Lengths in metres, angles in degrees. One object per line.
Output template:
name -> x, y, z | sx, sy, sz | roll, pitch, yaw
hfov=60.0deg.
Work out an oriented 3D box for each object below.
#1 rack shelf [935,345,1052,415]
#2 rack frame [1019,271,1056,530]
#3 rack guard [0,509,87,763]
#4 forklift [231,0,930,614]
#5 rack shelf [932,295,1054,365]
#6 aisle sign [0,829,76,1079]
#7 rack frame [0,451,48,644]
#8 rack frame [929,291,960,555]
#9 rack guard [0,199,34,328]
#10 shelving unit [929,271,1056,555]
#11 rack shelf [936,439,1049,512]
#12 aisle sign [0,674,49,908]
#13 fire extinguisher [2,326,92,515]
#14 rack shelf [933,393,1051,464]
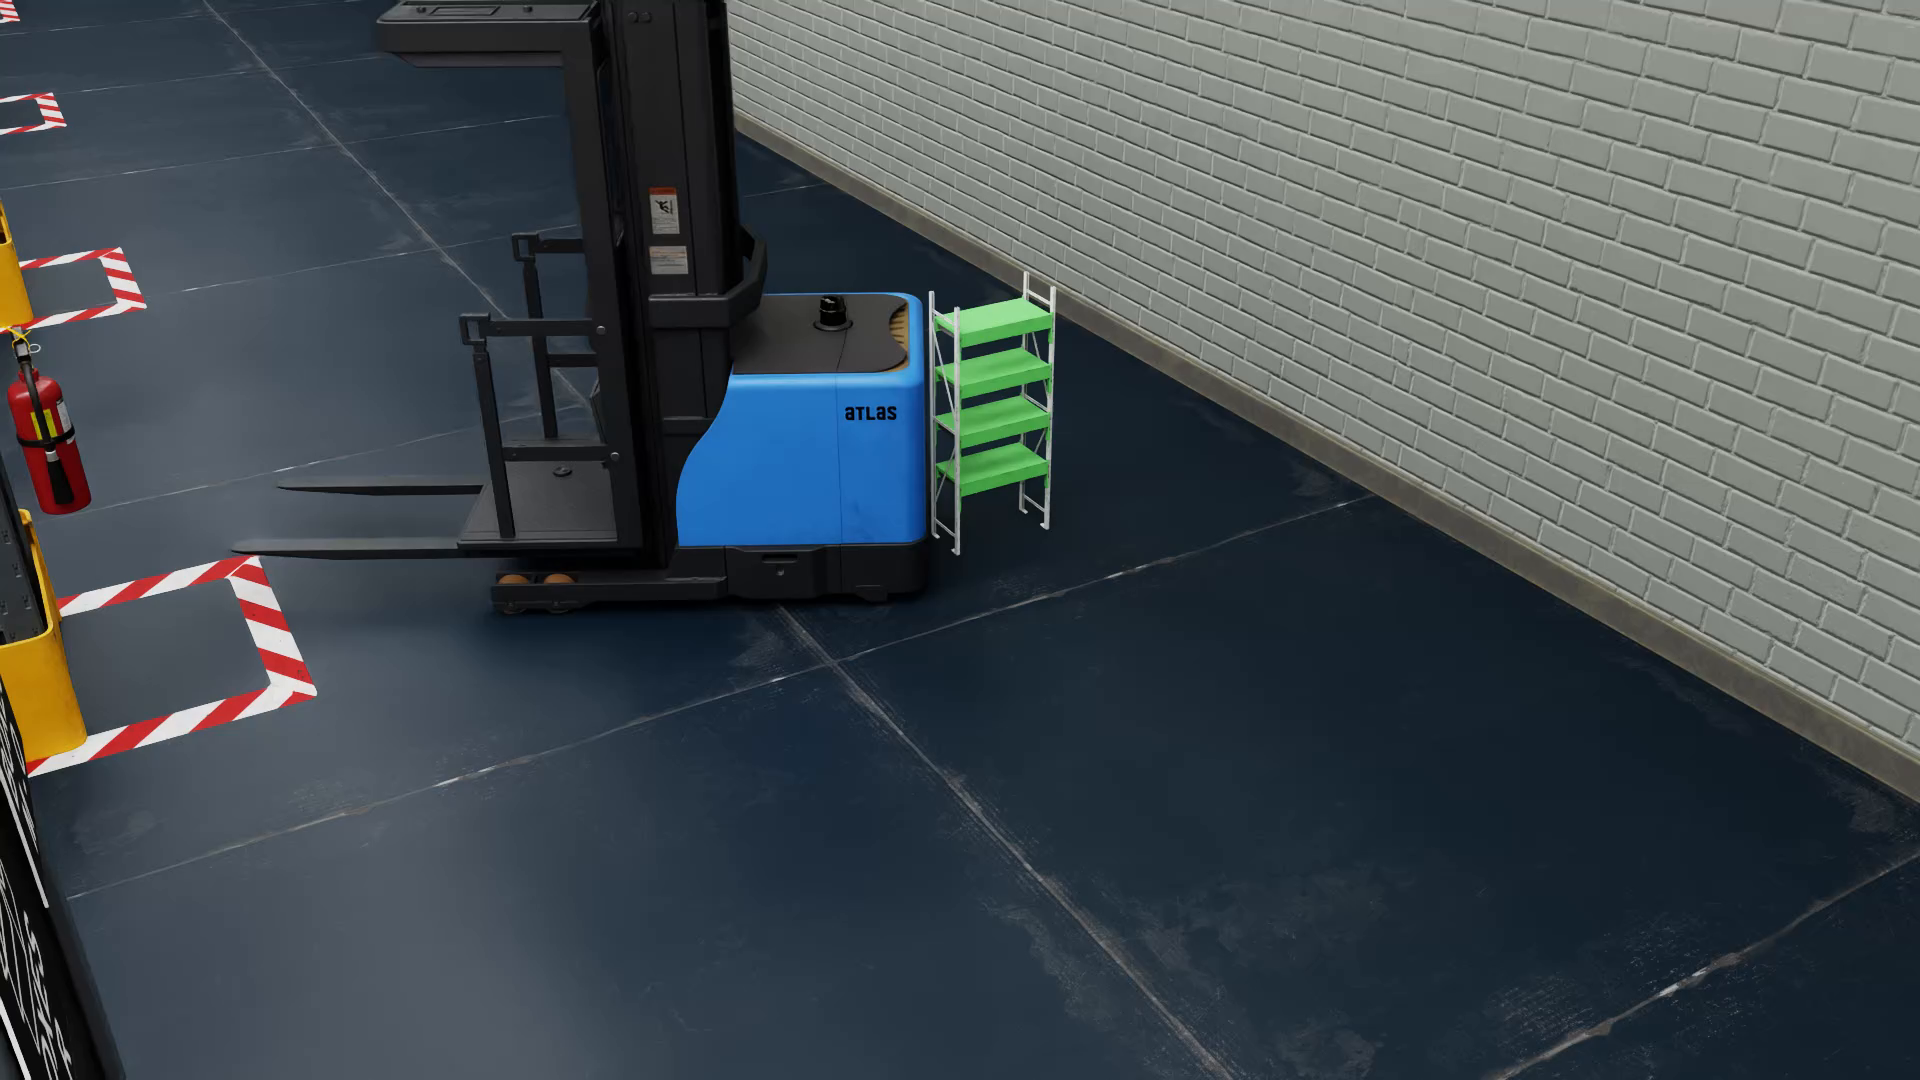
rack shelf -> 0.143, -0.720, 7.448 | 0.480, 0.148, 0.258 | -16, 33, -26
rack frame -> 0.353, -0.626, 7.642 | 0.015, 1.200, 0.240 | -16, 33, -26
rack guard -> -3.761, 0.363, 6.575 | 0.348, 0.500, 1.175 | -16, 33, -26
forklift -> -1.660, -1.225, 6.936 | 3.031, 2.935, 1.130 | -1, 29, -1
rack shelf -> 0.143, -0.930, 7.332 | 0.480, 0.148, 0.258 | -16, 33, -26
aisle sign -> -0.882, 0.260, 1.483 | 0.004, 0.787, 0.394 | -16, 33, -26
rack frame -> -3.696, -0.750, 6.005 | 0.127, 3.000, 1.000 | -16, 33, -26
rack frame -> -0.068, -0.506, 7.425 | 0.015, 1.200, 0.240 | -16, 33, -26
rack guard -> -6.100, -1.753, 10.409 | 0.348, 0.500, 1.175 | -16, 33, -26
shelving unit -> 0.143, -0.566, 7.534 | 0.503, 1.200, 0.258 | -16, 33, -26
rack shelf -> 0.143, -0.300, 7.680 | 0.480, 0.148, 0.258 | -16, 33, -26
aisle sign -> -1.185, 0.010, 1.936 | 0.004, 0.787, 0.394 | -16, 33, -26
fire extinguisher -> -3.245, -0.423, 5.877 | 0.183, 0.674, 0.296 | -16, 33, -26
rack shelf -> 0.143, -0.510, 7.564 | 0.480, 0.148, 0.258 | -16, 33, -26
